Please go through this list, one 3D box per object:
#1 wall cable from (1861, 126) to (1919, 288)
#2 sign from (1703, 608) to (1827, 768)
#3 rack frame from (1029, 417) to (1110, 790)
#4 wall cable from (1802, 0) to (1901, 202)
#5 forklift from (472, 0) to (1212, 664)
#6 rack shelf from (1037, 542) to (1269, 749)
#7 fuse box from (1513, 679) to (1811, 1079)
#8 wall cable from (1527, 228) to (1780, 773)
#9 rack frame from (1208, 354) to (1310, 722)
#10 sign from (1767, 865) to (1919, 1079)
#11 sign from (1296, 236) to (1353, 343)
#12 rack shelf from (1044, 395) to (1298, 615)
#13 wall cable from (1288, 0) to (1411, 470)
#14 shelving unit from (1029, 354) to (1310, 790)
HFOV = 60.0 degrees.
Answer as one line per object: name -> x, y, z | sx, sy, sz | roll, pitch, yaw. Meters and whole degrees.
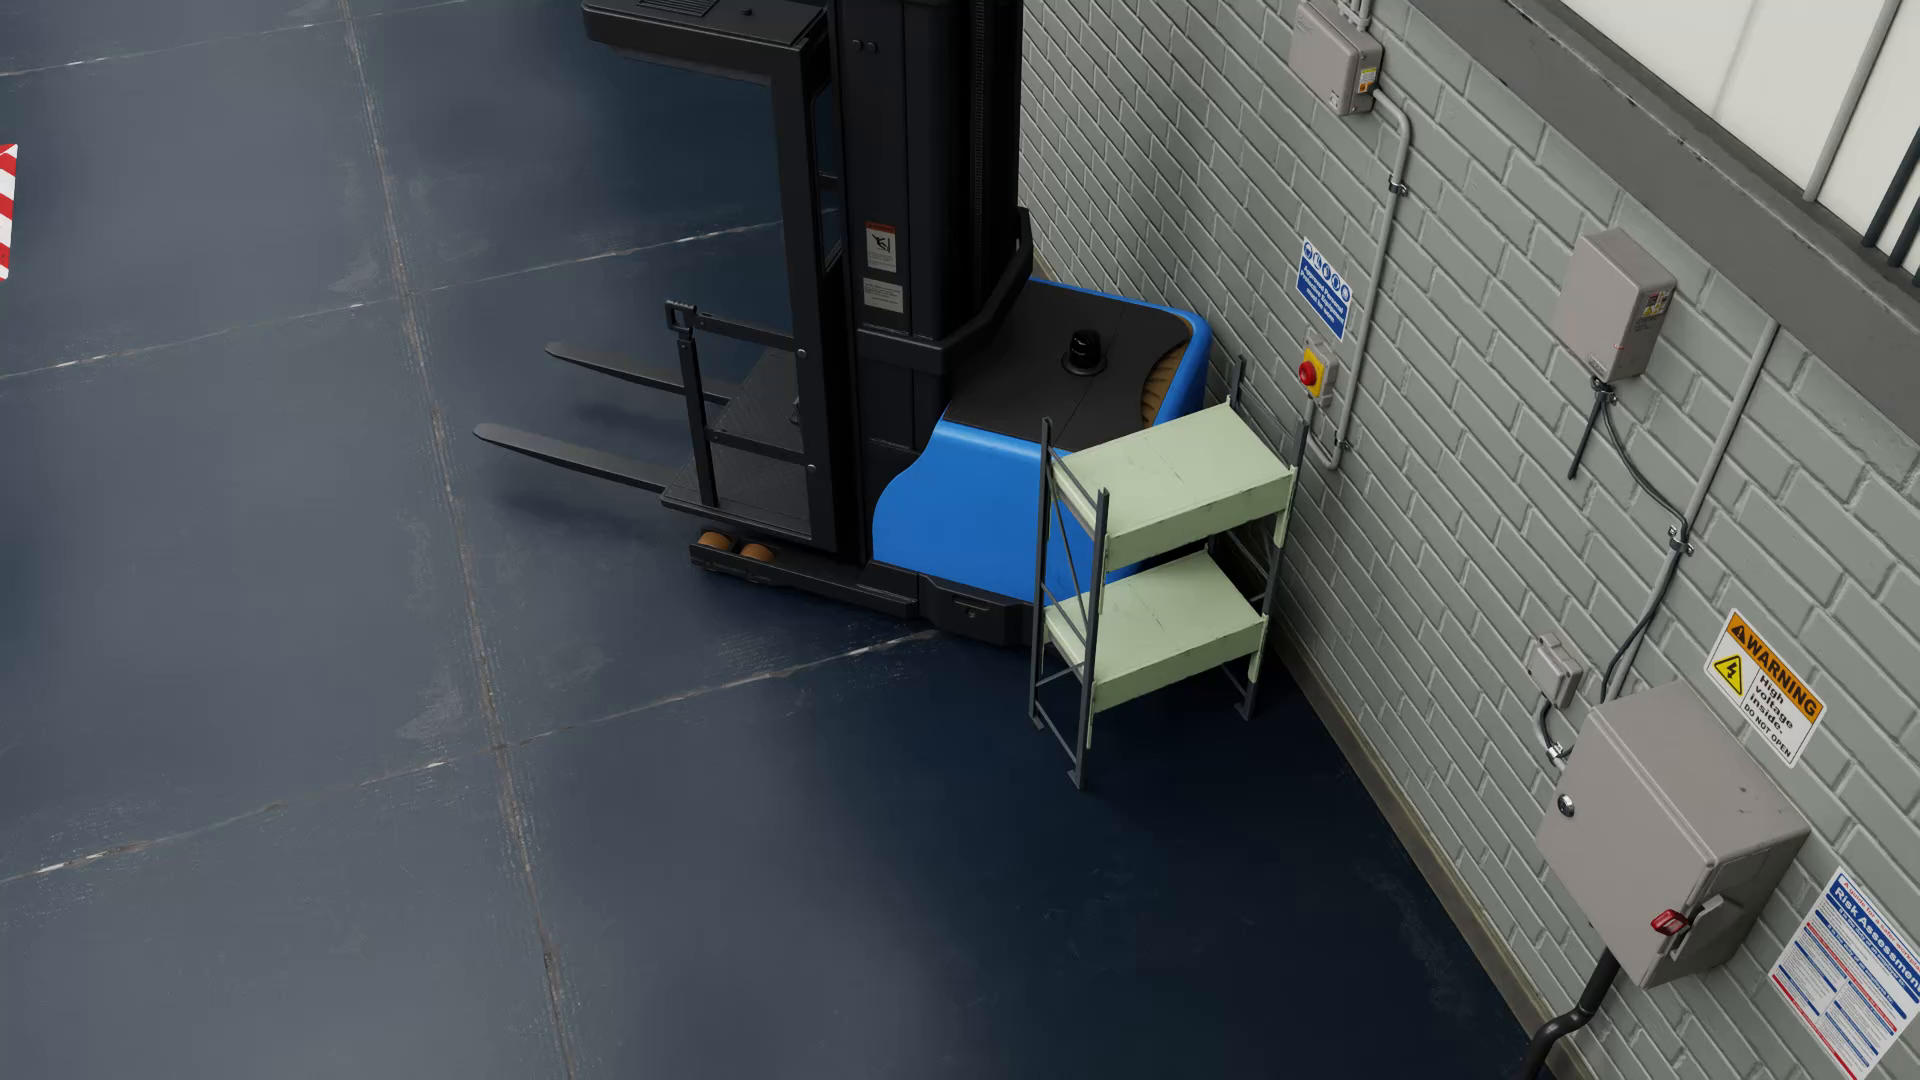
wall cable -> 2.302, -0.650, 1.327 | 0.133, 3.039, 2.988 | -14, 47, -14
sign -> 1.932, 0.355, 4.005 | 0.001, 0.242, 0.339 | -14, 47, -14
rack frame -> 0.361, 0.263, 5.738 | 0.023, 1.500, 0.400 | -19, 48, -18
wall cable -> 1.392, -2.502, 3.199 | 0.029, 3.000, 2.355 | -14, 47, -14
forklift -> -0.584, -1.190, 6.176 | 3.031, 2.935, 1.130 | 15, 47, 14
rack shelf -> 0.690, 0.380, 6.082 | 0.720, 0.370, 0.431 | -19, 48, -18
fuse box -> 1.756, 1.188, 4.667 | 0.414, 1.711, 0.539 | -14, 47, -14
wall cable -> 1.673, -0.118, 4.342 | 0.122, 1.984, 0.588 | -14, 47, -14
rack frame -> 1.020, 0.037, 5.964 | 0.023, 1.500, 0.400 | -19, 48, -18
sign -> 2.119, 1.046, 3.966 | 0.001, 0.494, 0.329 | -14, 47, -14
sign -> 1.221, -0.844, 5.592 | 0.001, 0.218, 0.327 | -14, 47, -14
rack shelf -> 0.690, -0.125, 5.574 | 0.720, 0.370, 0.431 | -19, 48, -18
wall cable -> 1.180, -1.071, 5.270 | 0.123, 1.953, 0.585 | -14, 47, -14
shelving unit -> 0.690, 0.150, 5.851 | 0.755, 1.500, 0.431 | -19, 48, -18
